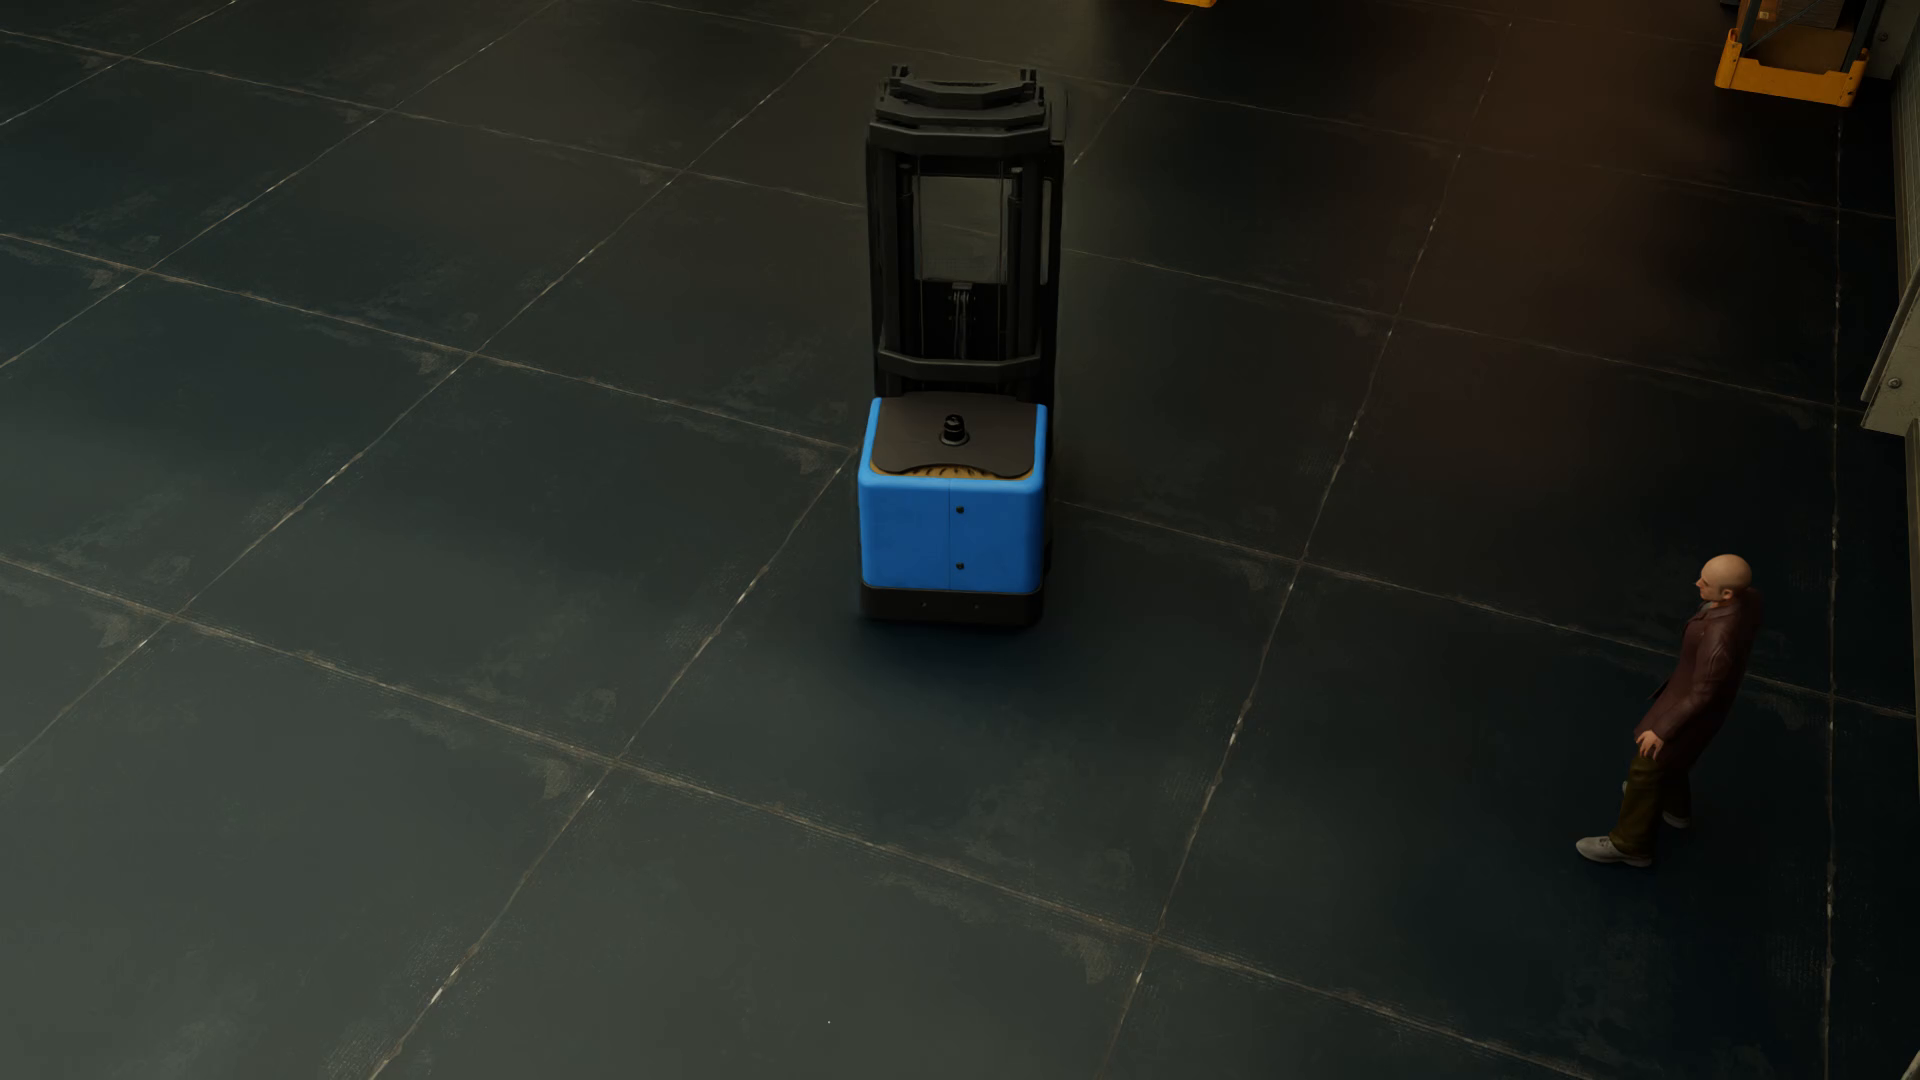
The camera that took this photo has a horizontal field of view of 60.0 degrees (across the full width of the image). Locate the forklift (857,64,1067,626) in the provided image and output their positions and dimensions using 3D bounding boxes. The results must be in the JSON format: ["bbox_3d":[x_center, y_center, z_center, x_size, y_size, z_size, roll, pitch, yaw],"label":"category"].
[{"bbox_3d":[0.043,-1.562,9.872,1.130,2.935,3.031,2,40,3],"label":"forklift"}]

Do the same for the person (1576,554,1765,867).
[{"bbox_3d":[3.505,0.770,8.007,0.436,1.751,0.838,24,45,26],"label":"person"}]
